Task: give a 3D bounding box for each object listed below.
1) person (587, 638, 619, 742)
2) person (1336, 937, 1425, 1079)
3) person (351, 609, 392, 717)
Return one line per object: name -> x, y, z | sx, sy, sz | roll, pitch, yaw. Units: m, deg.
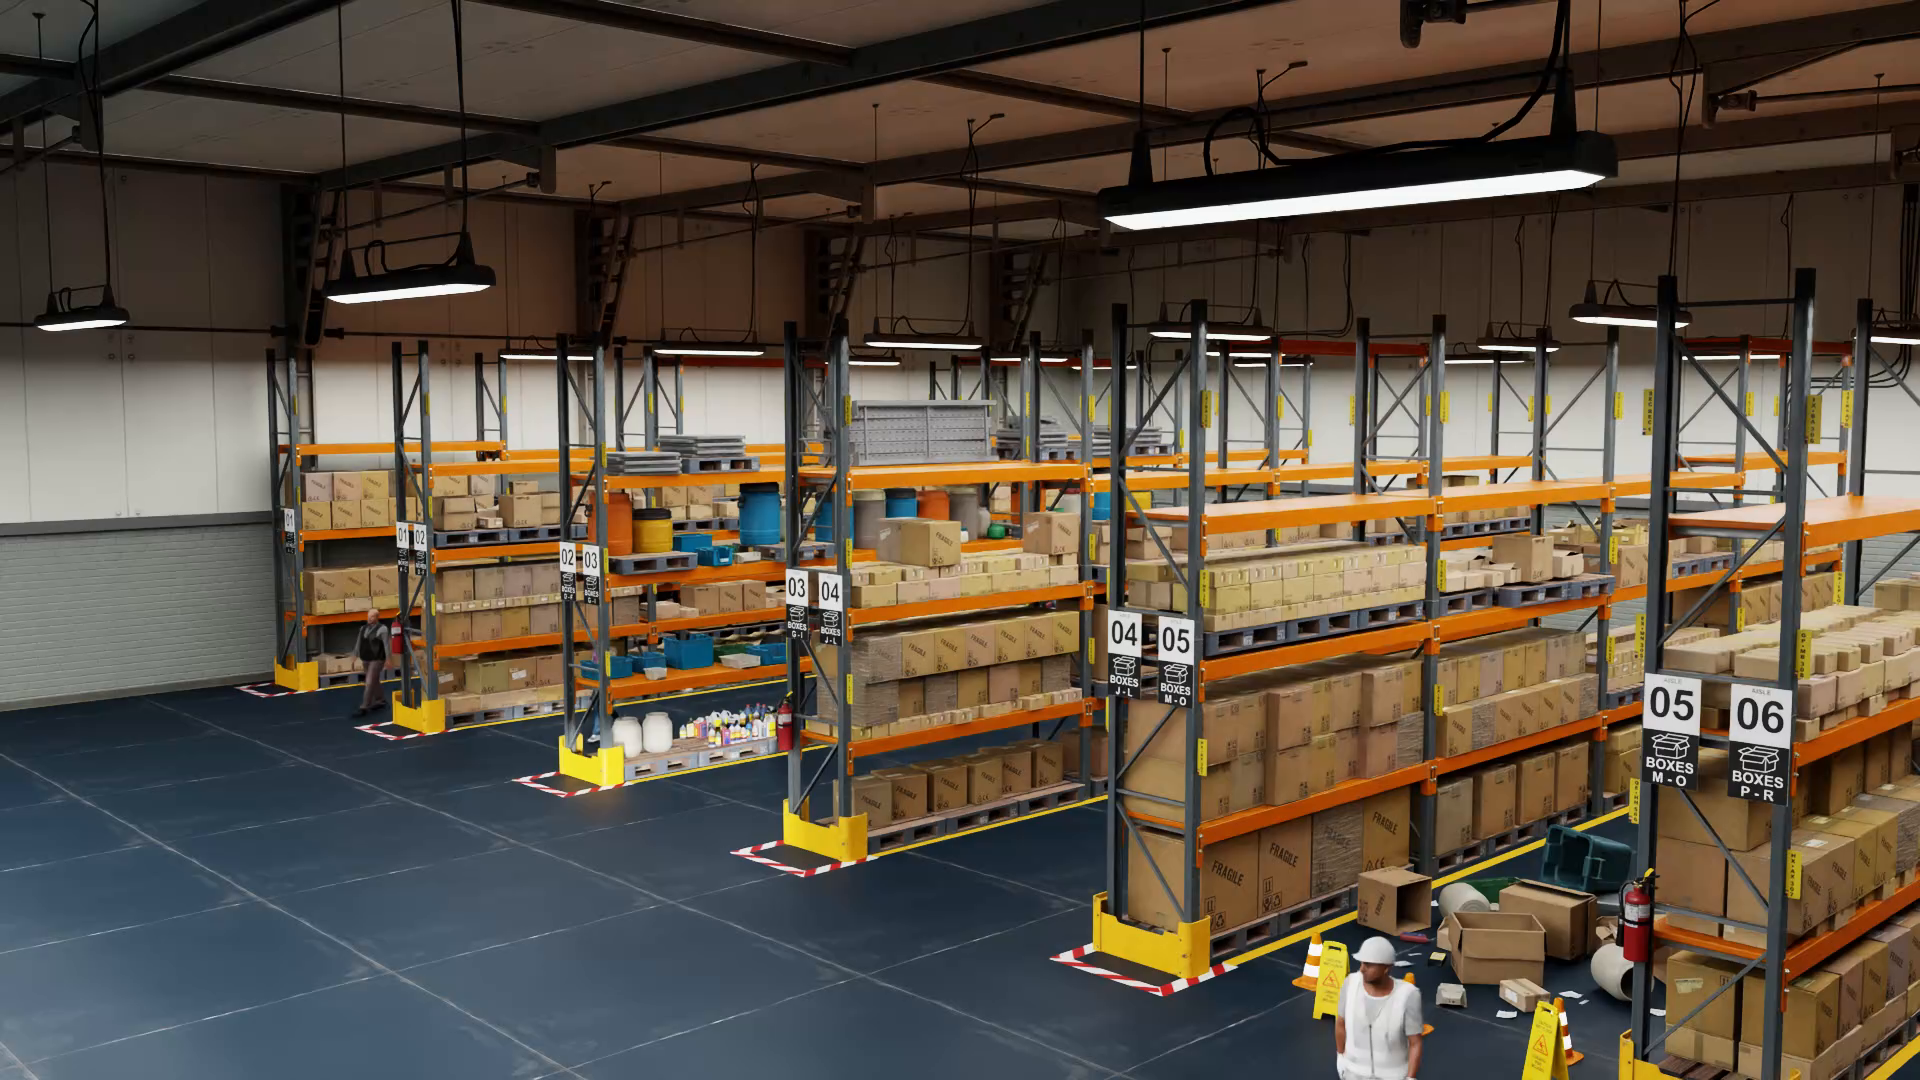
person -> -5.309, 2.208, 24.948 | 0.522, 1.583, 0.673 | 2, 5, 18
person -> 2.613, 3.368, 10.458 | 0.580, 1.760, 0.884 | 2, 5, 25
person -> -9.594, 1.970, 26.976 | 0.574, 1.700, 0.786 | 3, 6, 28
